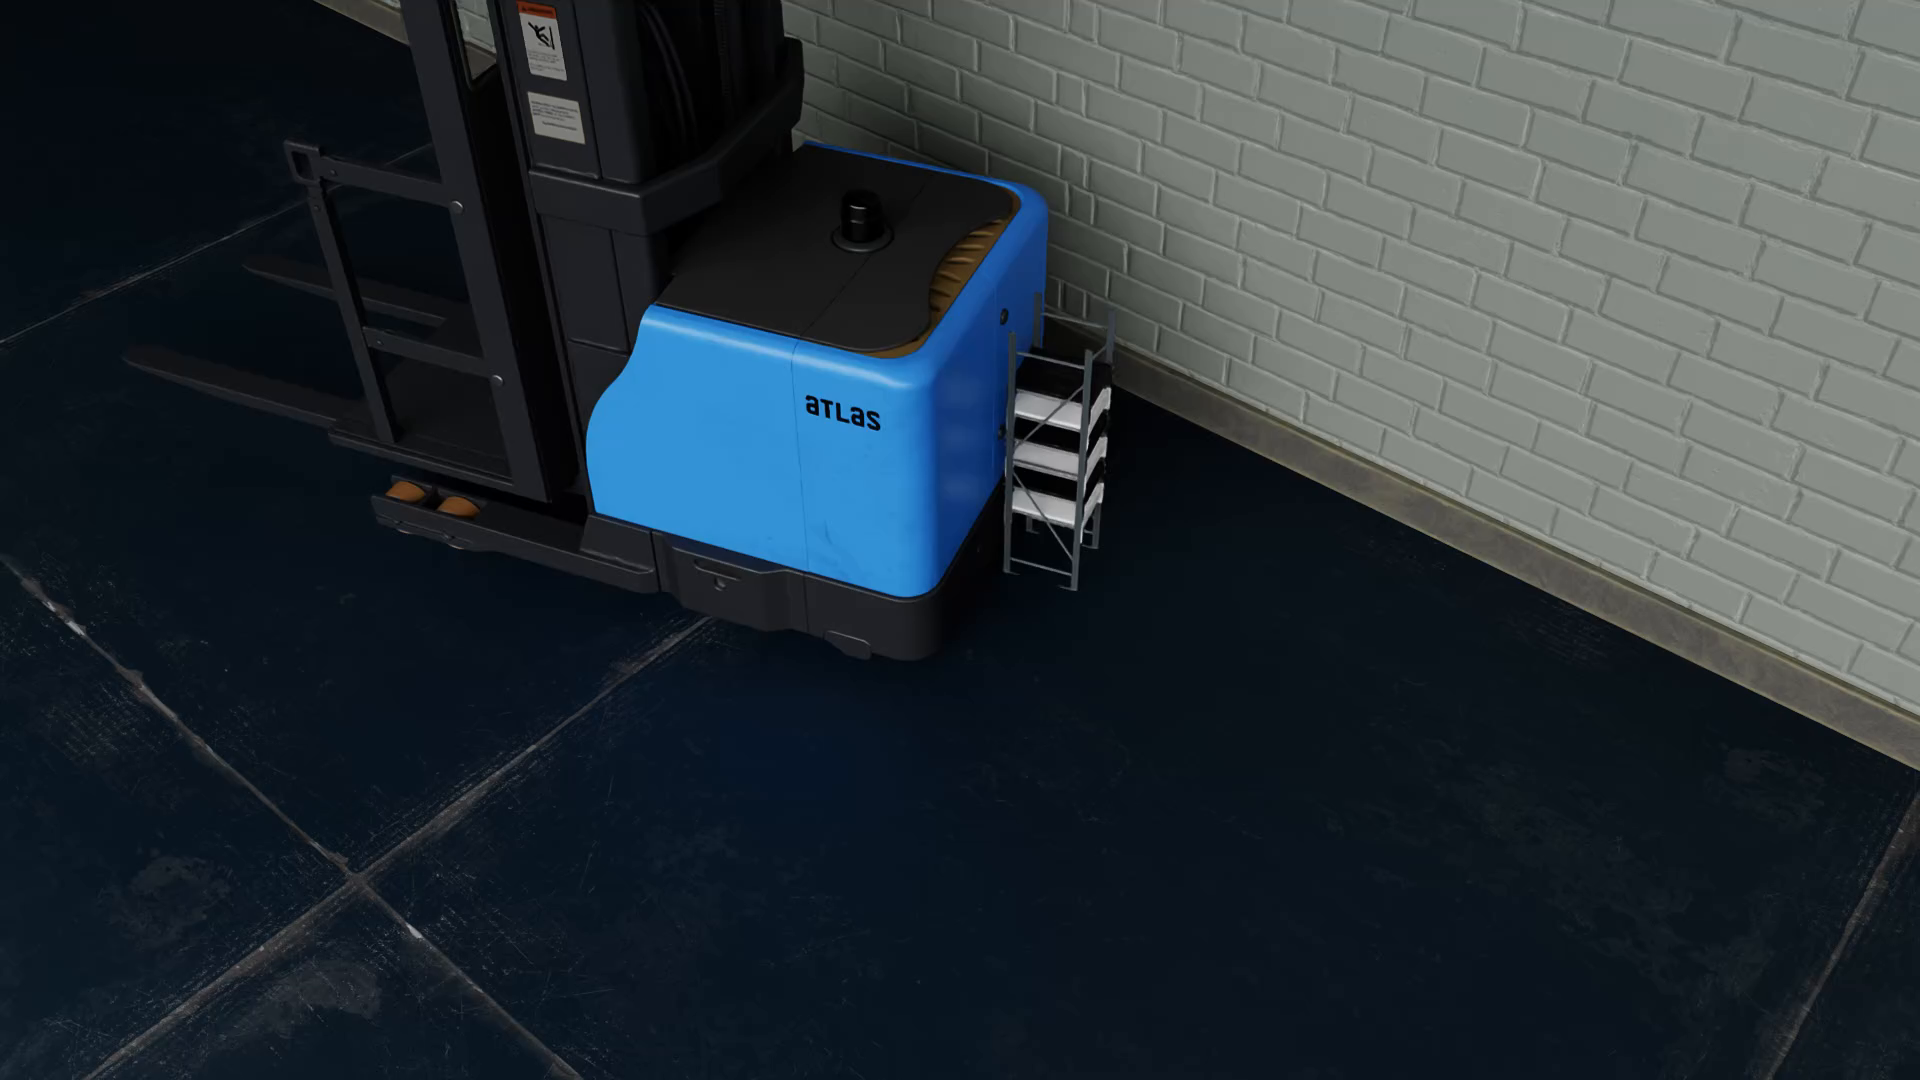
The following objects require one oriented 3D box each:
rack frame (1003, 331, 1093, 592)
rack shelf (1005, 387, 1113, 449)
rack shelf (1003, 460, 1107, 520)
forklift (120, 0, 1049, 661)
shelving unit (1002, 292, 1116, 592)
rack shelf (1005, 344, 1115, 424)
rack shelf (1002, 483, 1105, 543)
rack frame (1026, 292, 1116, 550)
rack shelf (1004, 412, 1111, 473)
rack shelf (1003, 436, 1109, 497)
[{"bbox_3d":[0.246,-0.206,4.808,0.240,0.900,0.006,15,44,16],"label":"rack frame"},{"bbox_3d":[0.284,-0.378,4.779,0.258,0.077,0.200,15,44,16],"label":"rack shelf"},{"bbox_3d":[0.284,-0.178,4.961,0.258,0.077,0.200,15,44,16],"label":"rack shelf"},{"bbox_3d":[-1.301,-1.368,4.576,3.031,2.935,1.130,15,44,16],"label":"forklift"},{"bbox_3d":[0.284,-0.270,4.878,0.258,0.900,0.210,15,44,16],"label":"shelving unit"},{"bbox_3d":[0.284,-0.445,4.718,0.258,0.077,0.200,15,44,16],"label":"rack shelf"},{"bbox_3d":[0.284,-0.112,5.021,0.258,0.077,0.200,15,44,16],"label":"rack shelf"},{"bbox_3d":[0.322,-0.333,4.948,0.240,0.900,0.006,15,44,16],"label":"rack frame"},{"bbox_3d":[0.284,-0.312,4.840,0.258,0.077,0.200,15,44,16],"label":"rack shelf"},{"bbox_3d":[0.284,-0.245,4.900,0.258,0.077,0.200,15,44,16],"label":"rack shelf"}]
